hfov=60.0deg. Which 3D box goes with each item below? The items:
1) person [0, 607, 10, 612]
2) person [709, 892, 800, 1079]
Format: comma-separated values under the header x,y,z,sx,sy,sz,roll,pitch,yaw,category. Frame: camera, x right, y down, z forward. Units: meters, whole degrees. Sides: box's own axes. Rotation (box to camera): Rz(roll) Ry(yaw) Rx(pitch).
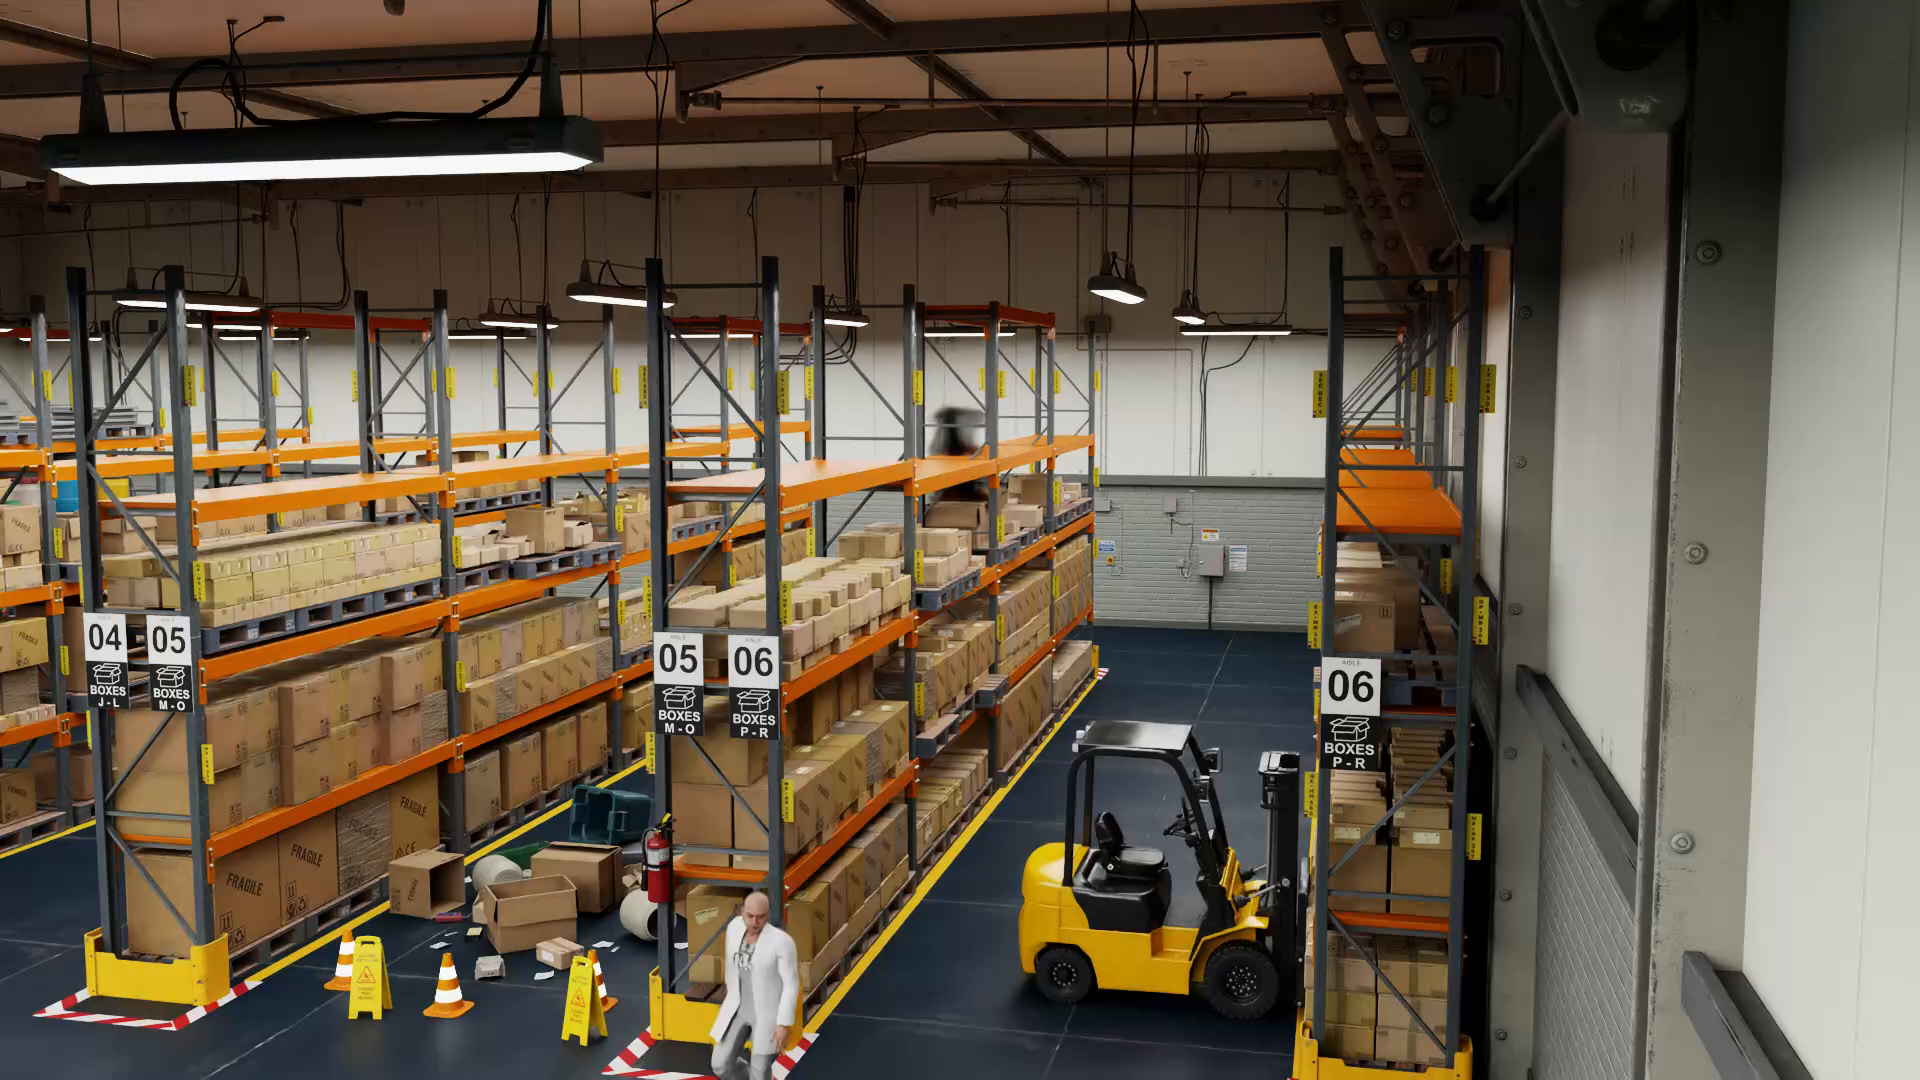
x,y,z,sx,sy,sz,roll,pitch,yaw,category
-16.750,1.529,28.868,0.632,1.474,0.890,-1,6,-7,person
-1.391,3.173,11.251,0.725,1.738,0.591,2,6,18,person
